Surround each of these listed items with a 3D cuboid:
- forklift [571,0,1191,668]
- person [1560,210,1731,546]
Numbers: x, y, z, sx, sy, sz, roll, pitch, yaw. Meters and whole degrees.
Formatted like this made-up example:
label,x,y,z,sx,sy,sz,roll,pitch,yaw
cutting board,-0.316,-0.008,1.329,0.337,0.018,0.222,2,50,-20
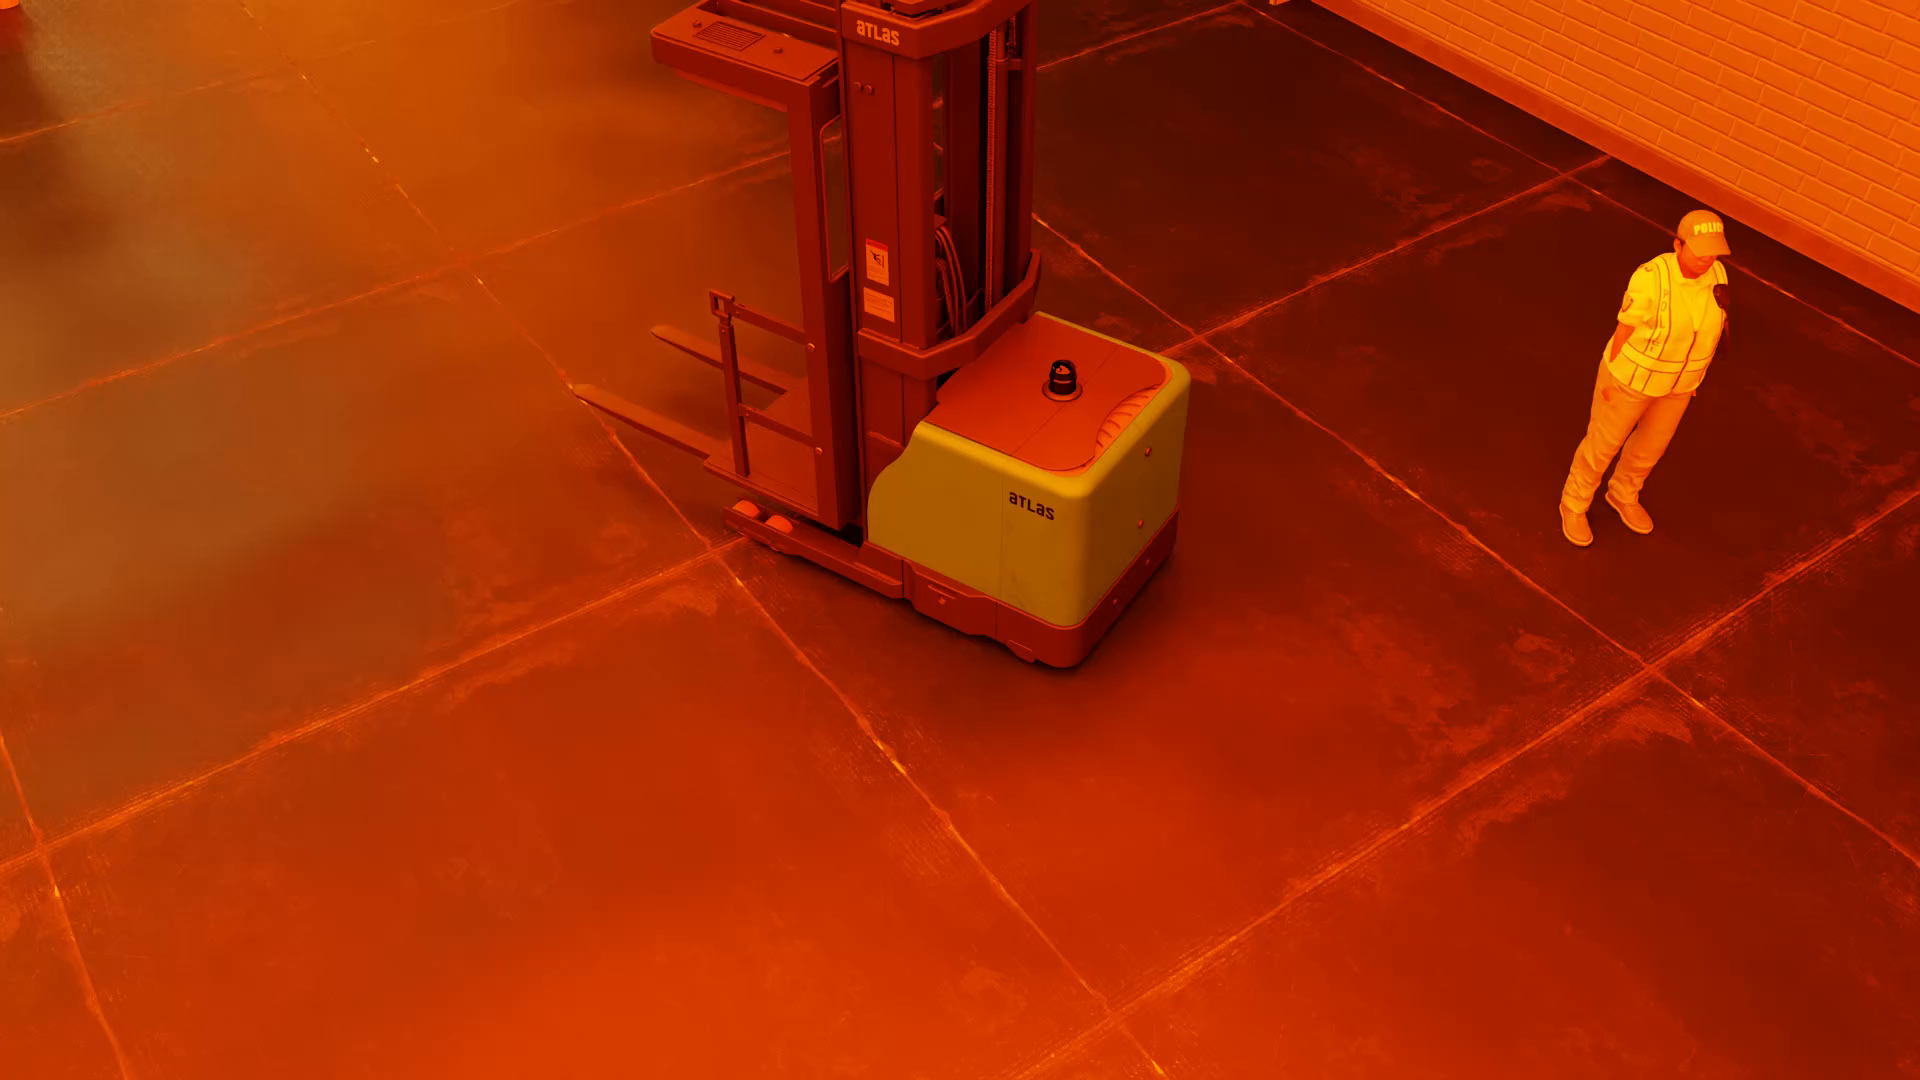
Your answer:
label,x,y,z,sx,sy,sz,roll,pitch,yaw
forklift,-0.511,-1.302,7.129,3.031,2.935,1.130,24,48,24
person,3.087,-0.724,7.441,0.482,1.667,0.392,-9,43,-9
